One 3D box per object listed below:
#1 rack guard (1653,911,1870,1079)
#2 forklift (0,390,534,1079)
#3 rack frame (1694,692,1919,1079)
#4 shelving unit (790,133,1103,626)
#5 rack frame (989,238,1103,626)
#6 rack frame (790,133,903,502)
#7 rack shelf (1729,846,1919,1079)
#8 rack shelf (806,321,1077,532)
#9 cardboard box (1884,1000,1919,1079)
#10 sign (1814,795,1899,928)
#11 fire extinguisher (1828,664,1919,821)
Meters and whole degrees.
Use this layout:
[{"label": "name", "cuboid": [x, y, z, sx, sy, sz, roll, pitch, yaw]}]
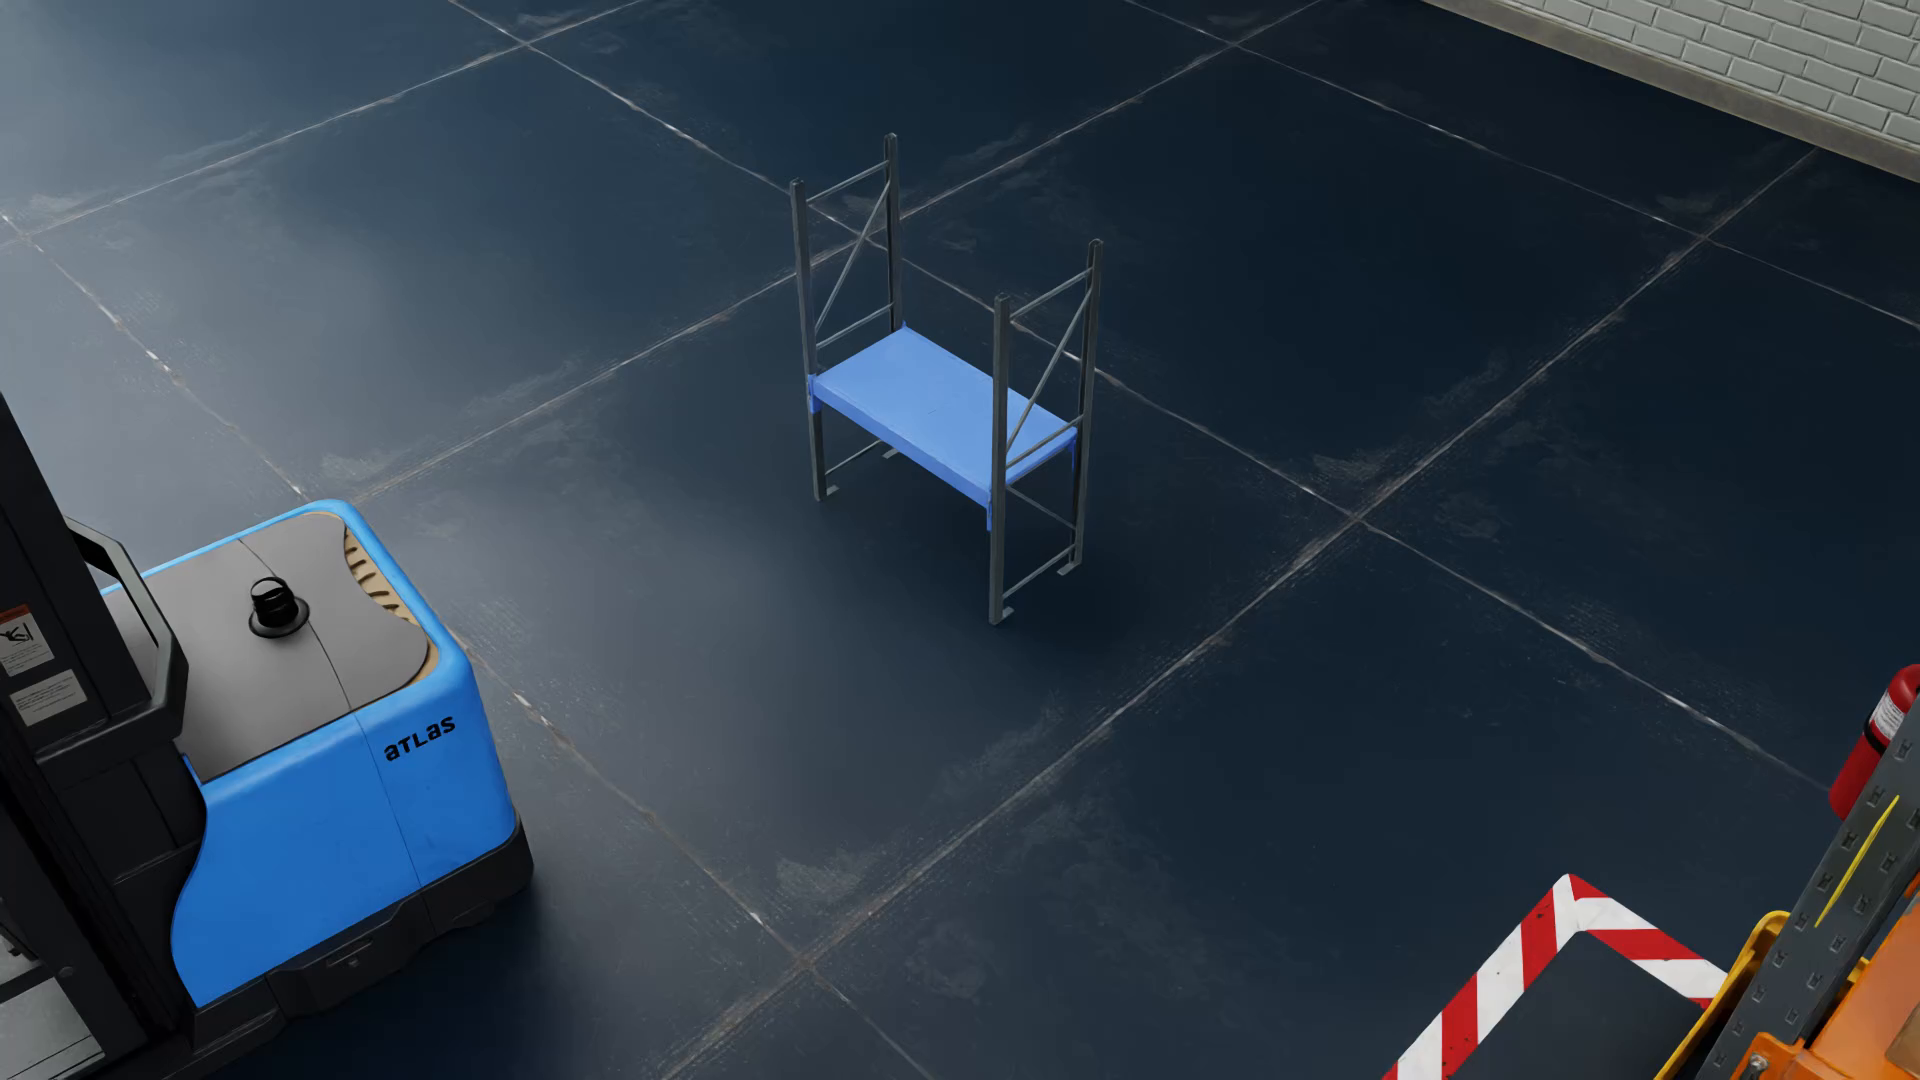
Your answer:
[{"label": "rack guard", "cuboid": [2.091, 1.608, 4.642, 1.175, 0.500, 0.348, -34, 53, -31]}, {"label": "forklift", "cuboid": [-2.880, 0.423, 4.132, 3.031, 2.935, 1.130, -28, 49, -27]}, {"label": "rack frame", "cuboid": [2.108, 0.701, 3.781, 1.000, 3.000, 0.127, -34, 53, -31]}, {"label": "shelving unit", "cuboid": [-0.060, -0.592, 6.285, 0.538, 1.500, 1.048, -34, 53, -31]}, {"label": "rack frame", "cuboid": [0.299, -0.348, 6.021, 0.500, 1.500, 0.032, -34, 53, -31]}, {"label": "rack frame", "cuboid": [-0.419, -0.836, 6.550, 0.500, 1.500, 0.032, -34, 53, -31]}, {"label": "rack shelf", "cuboid": [3.520, 1.926, 2.985, 1.077, 0.370, 4.000, -34, 53, -31]}, {"label": "rack shelf", "cuboid": [-0.060, -0.460, 6.407, 0.538, 0.185, 1.000, -34, 53, -31]}, {"label": "cardboard box", "cuboid": [2.428, 0.895, 3.498, 0.700, 0.500, 0.500, -34, 53, -31]}, {"label": "sign", "cuboid": [1.711, 0.617, 3.175, 0.100, 0.325, 0.005, -34, 53, -31]}, {"label": "fire extinguisher", "cuboid": [2.353, 0.450, 4.110, 0.296, 0.674, 0.183, -34, 53, -31]}]
